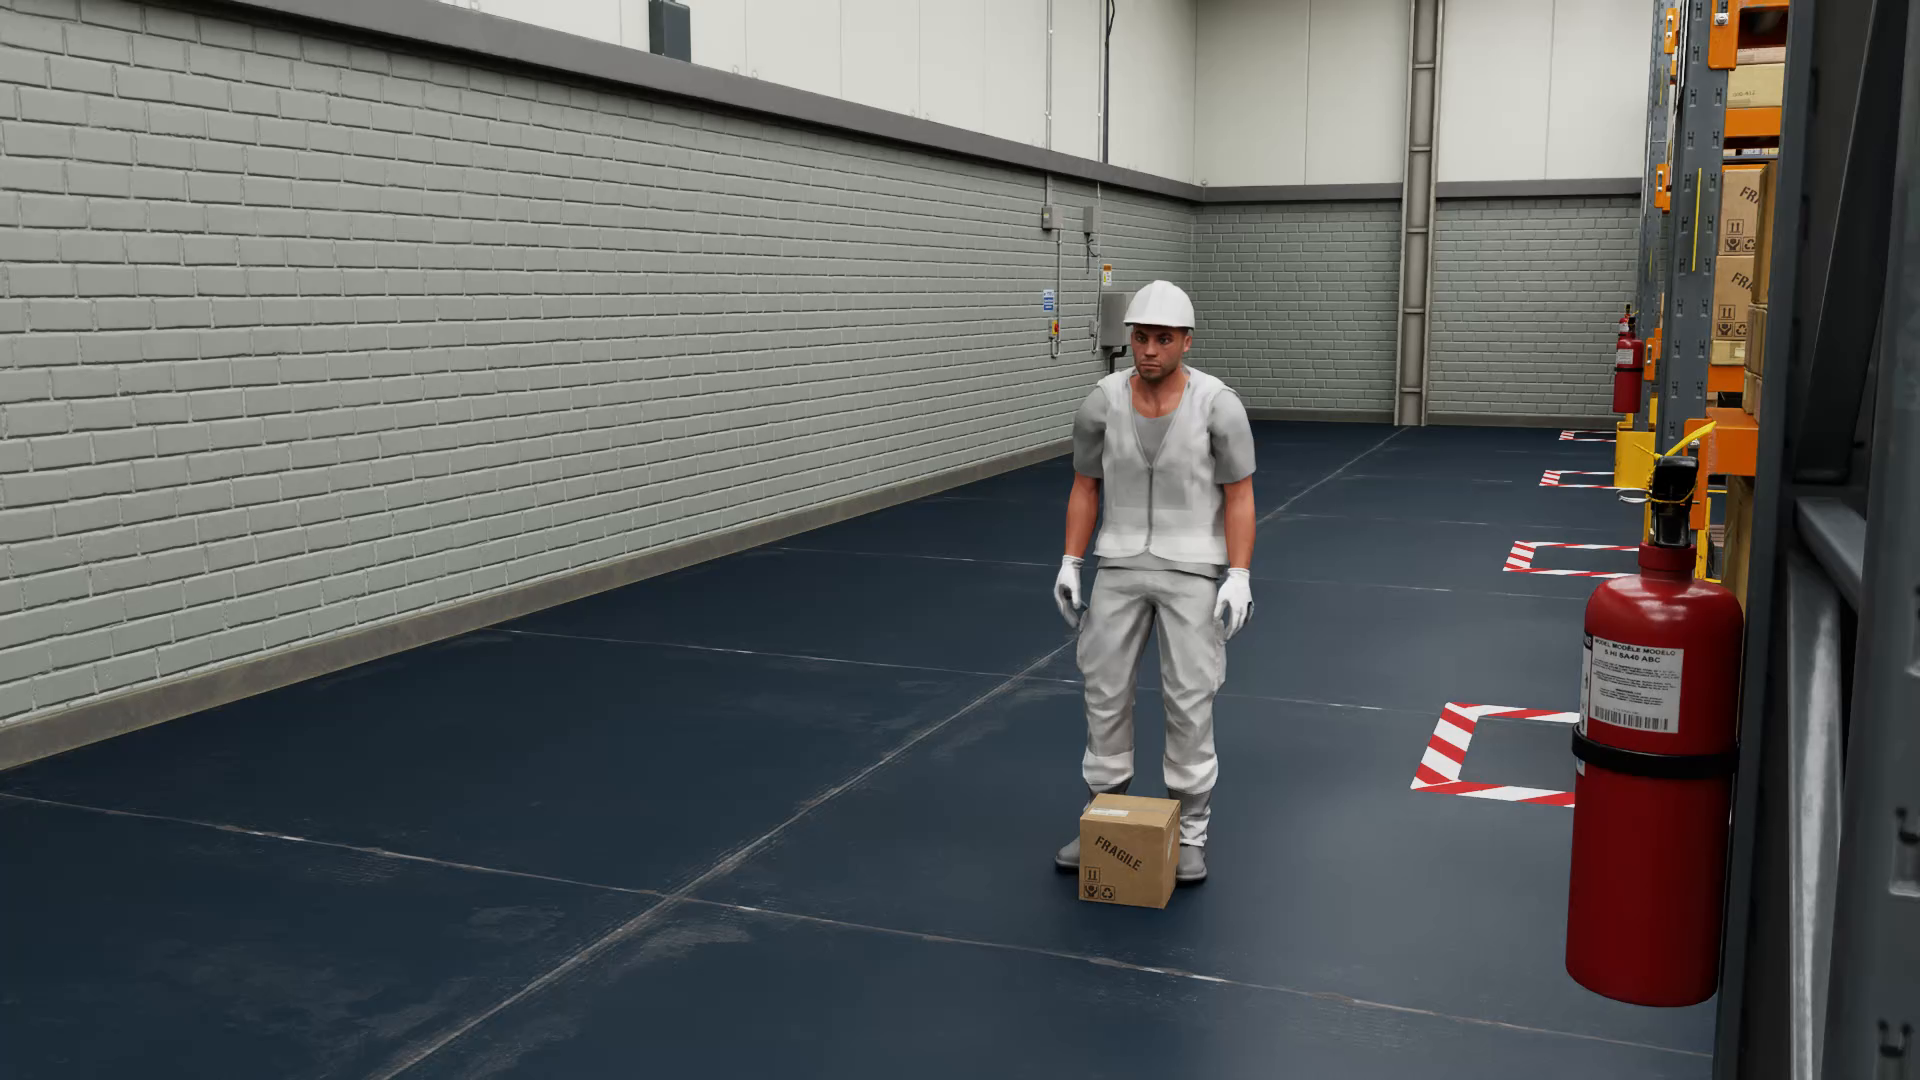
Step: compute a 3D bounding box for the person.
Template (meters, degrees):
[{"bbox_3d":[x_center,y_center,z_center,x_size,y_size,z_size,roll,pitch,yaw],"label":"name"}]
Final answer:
[{"bbox_3d":[0.581,0.123,4.980,0.609,1.780,0.448,3,9,21],"label":"person"}]
